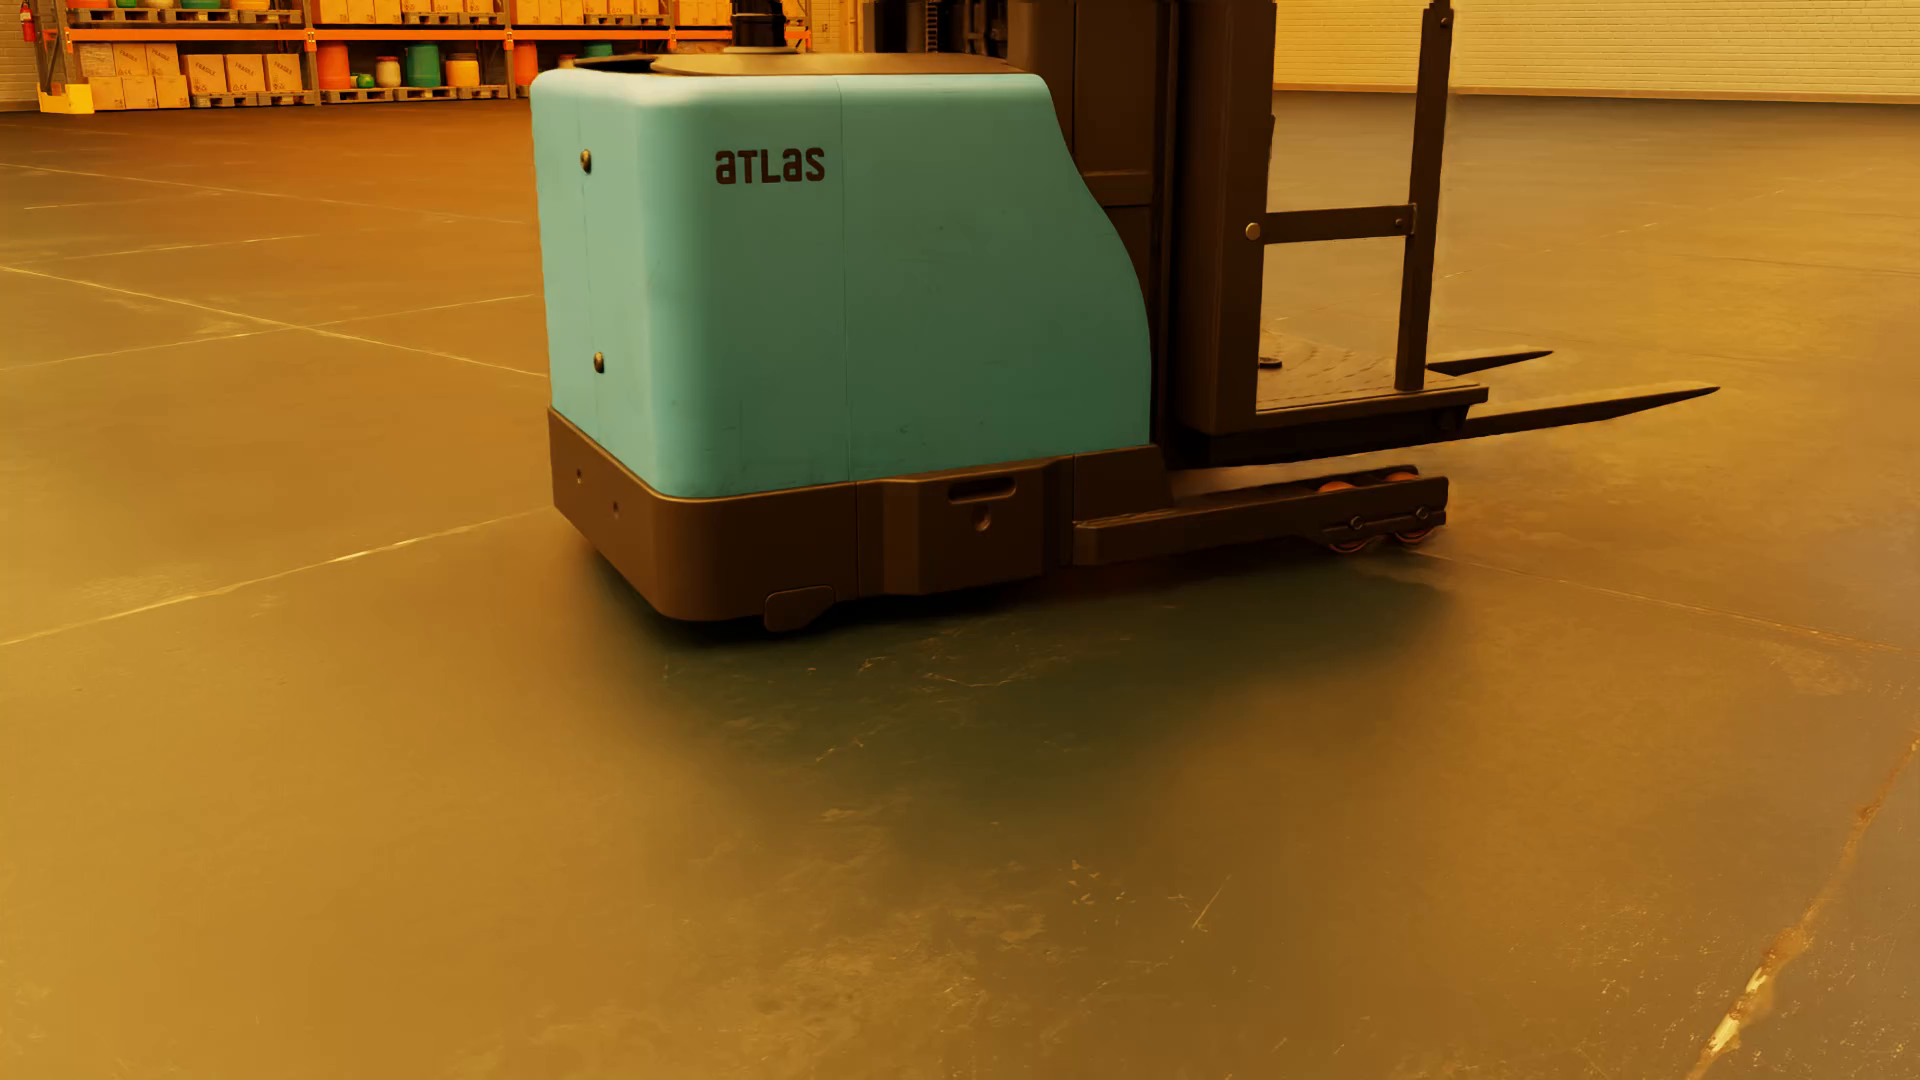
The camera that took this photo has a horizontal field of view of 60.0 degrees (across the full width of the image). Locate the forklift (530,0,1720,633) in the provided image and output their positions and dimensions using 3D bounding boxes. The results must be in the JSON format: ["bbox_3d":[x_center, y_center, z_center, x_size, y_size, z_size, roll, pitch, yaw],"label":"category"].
[{"bbox_3d":[0.580,-1.499,3.834,3.031,2.935,1.130,-8,19,-25],"label":"forklift"}]
